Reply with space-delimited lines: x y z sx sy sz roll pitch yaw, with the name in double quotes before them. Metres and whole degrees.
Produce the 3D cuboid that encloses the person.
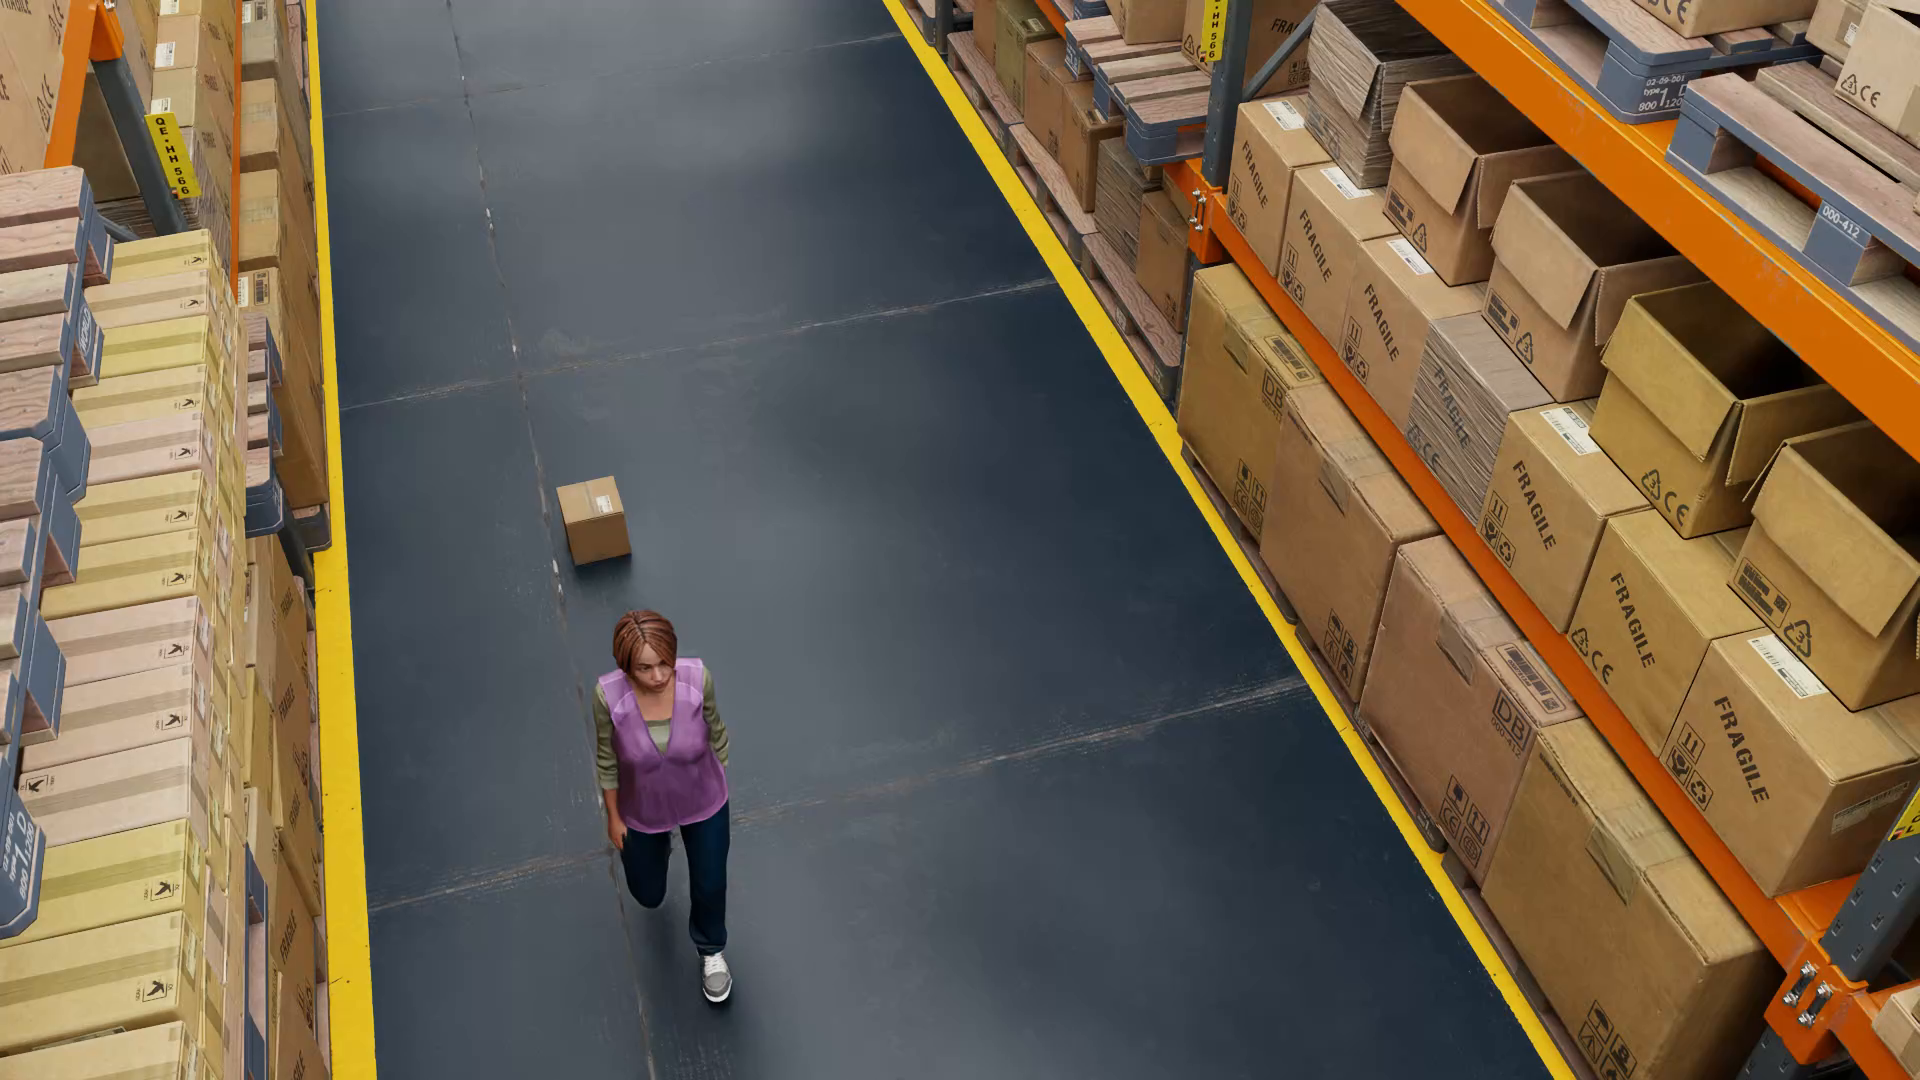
"person" -0.924 0.793 5.281 0.420 1.582 0.626 -10 44 -11
